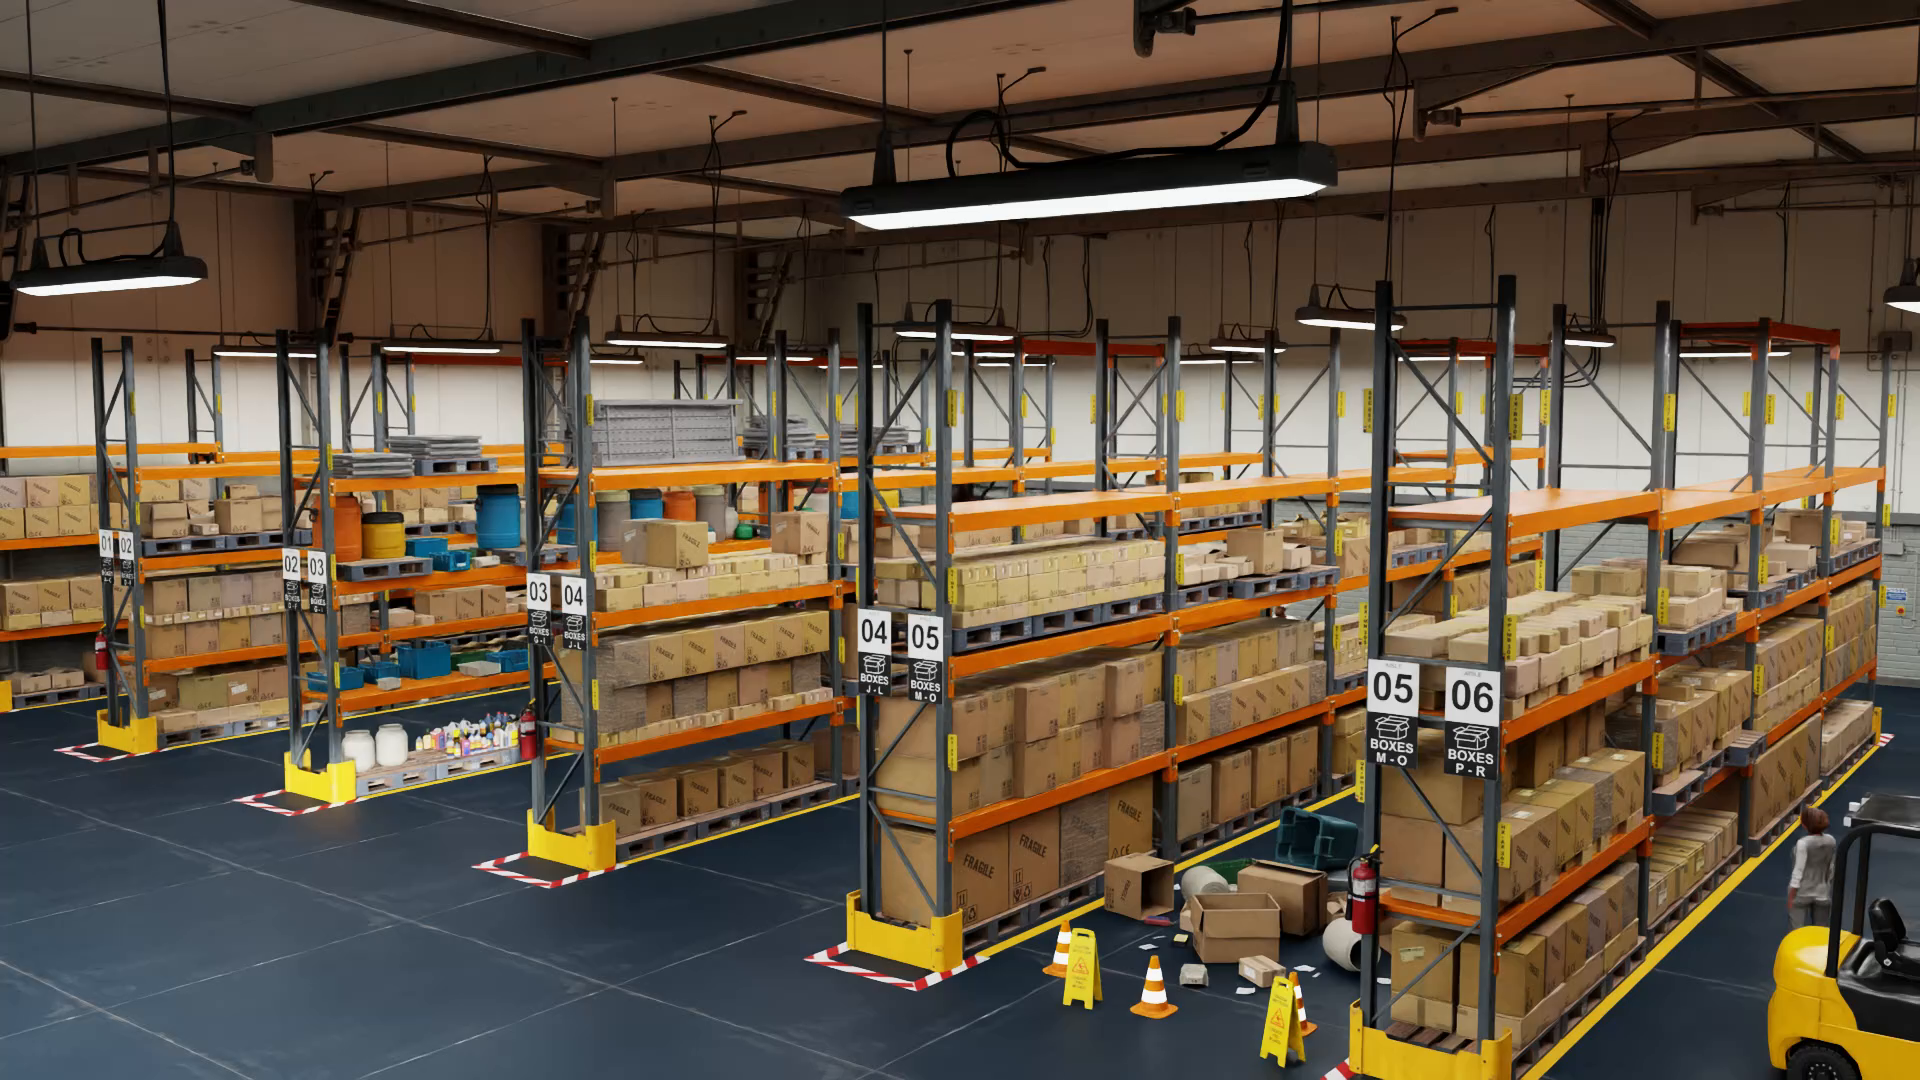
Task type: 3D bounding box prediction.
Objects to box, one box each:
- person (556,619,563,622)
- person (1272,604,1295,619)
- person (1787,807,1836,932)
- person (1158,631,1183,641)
[{"bbox_3d":[-8.286,1.390,33.779,0.728,1.677,1.072,3,6,34],"label":"person"},{"bbox_3d":[5.326,1.854,27.615,0.704,1.737,1.016,3,6,35],"label":"person"},{"bbox_3d":[7.439,3.109,14.561,0.421,1.588,0.535,0,5,5],"label":"person"},{"bbox_3d":[3.214,1.901,25.499,0.480,1.585,0.962,3,6,34],"label":"person"}]
